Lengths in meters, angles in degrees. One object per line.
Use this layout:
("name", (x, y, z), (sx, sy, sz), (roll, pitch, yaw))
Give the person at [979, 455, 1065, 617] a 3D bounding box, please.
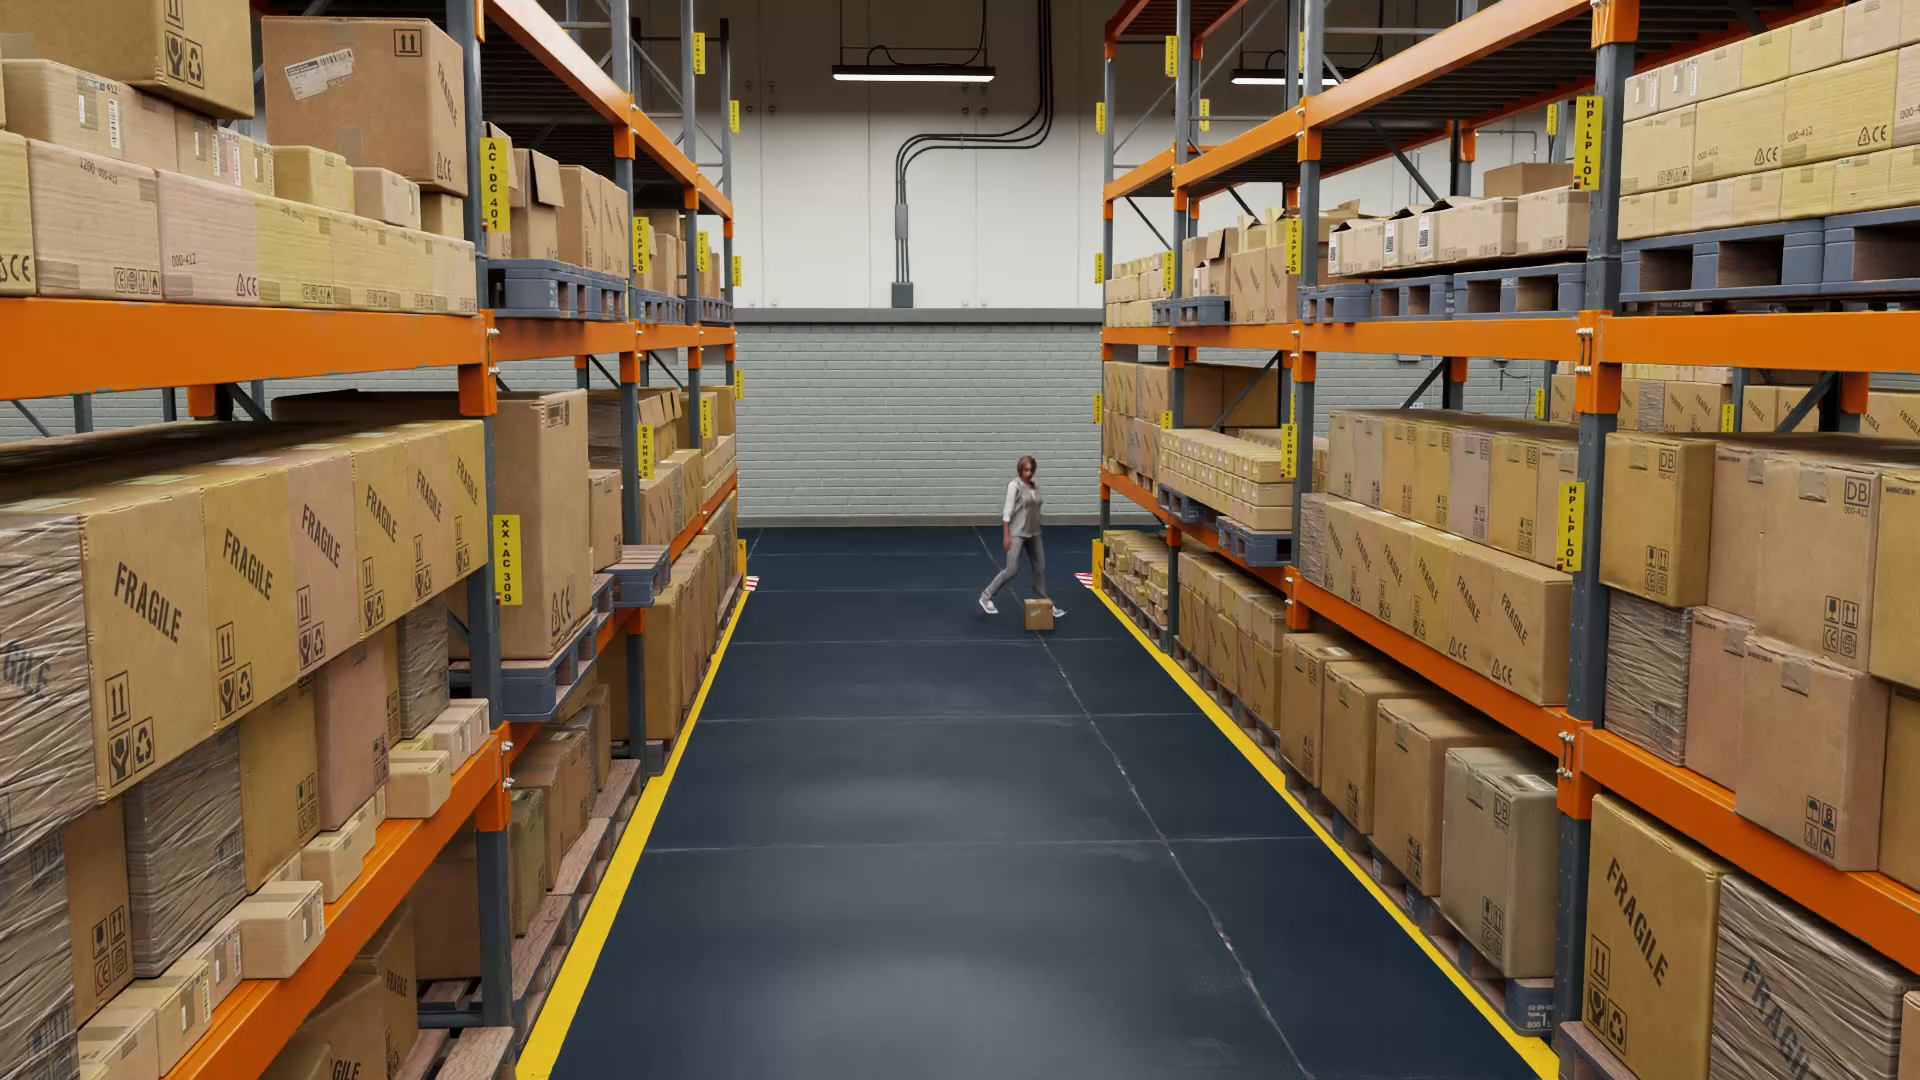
("person", (0.591, -0.032, 16.056), (0.625, 1.571, 0.629), (-7, 10, -44))
